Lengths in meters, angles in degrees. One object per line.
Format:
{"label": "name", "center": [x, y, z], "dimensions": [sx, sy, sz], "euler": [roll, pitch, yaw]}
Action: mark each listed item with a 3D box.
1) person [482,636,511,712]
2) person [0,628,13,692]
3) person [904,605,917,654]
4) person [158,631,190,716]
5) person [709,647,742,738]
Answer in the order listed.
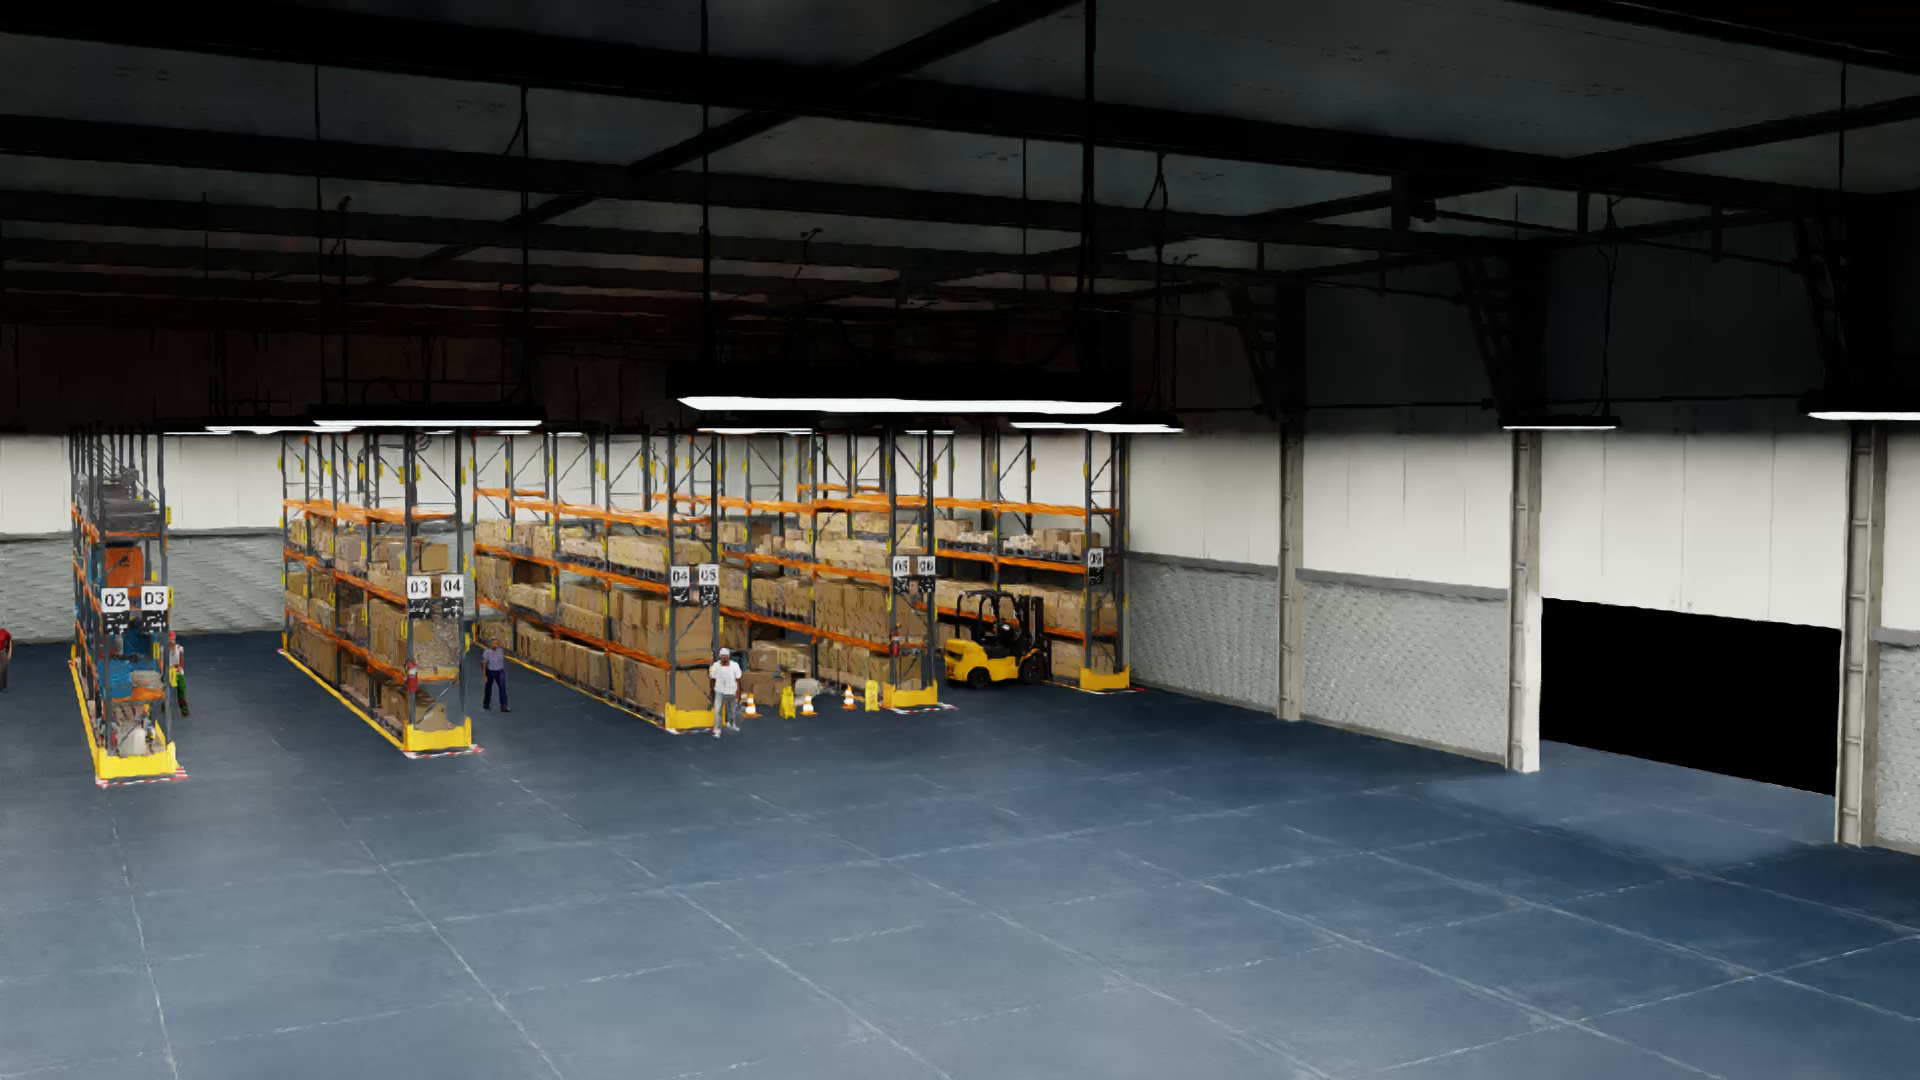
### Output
{"label": "person", "center": [-9.722, 2.783, 34.681], "dimensions": [0.479, 1.567, 1.090], "euler": [-2, 4, -27]}
{"label": "person", "center": [-21.591, 2.590, 37.226], "dimensions": [0.682, 1.676, 0.535], "euler": [-2, 4, -32]}
{"label": "person", "center": [-1.236, 2.395, 39.215], "dimensions": [0.555, 1.781, 0.631], "euler": [0, 4, 1]}
{"label": "person", "center": [-16.189, 2.735, 34.165], "dimensions": [0.528, 1.728, 1.032], "euler": [-3, 4, -38]}
{"label": "person", "center": [-4.495, 2.906, 31.870], "dimensions": [0.620, 1.721, 0.972], "euler": [0, 4, -6]}
